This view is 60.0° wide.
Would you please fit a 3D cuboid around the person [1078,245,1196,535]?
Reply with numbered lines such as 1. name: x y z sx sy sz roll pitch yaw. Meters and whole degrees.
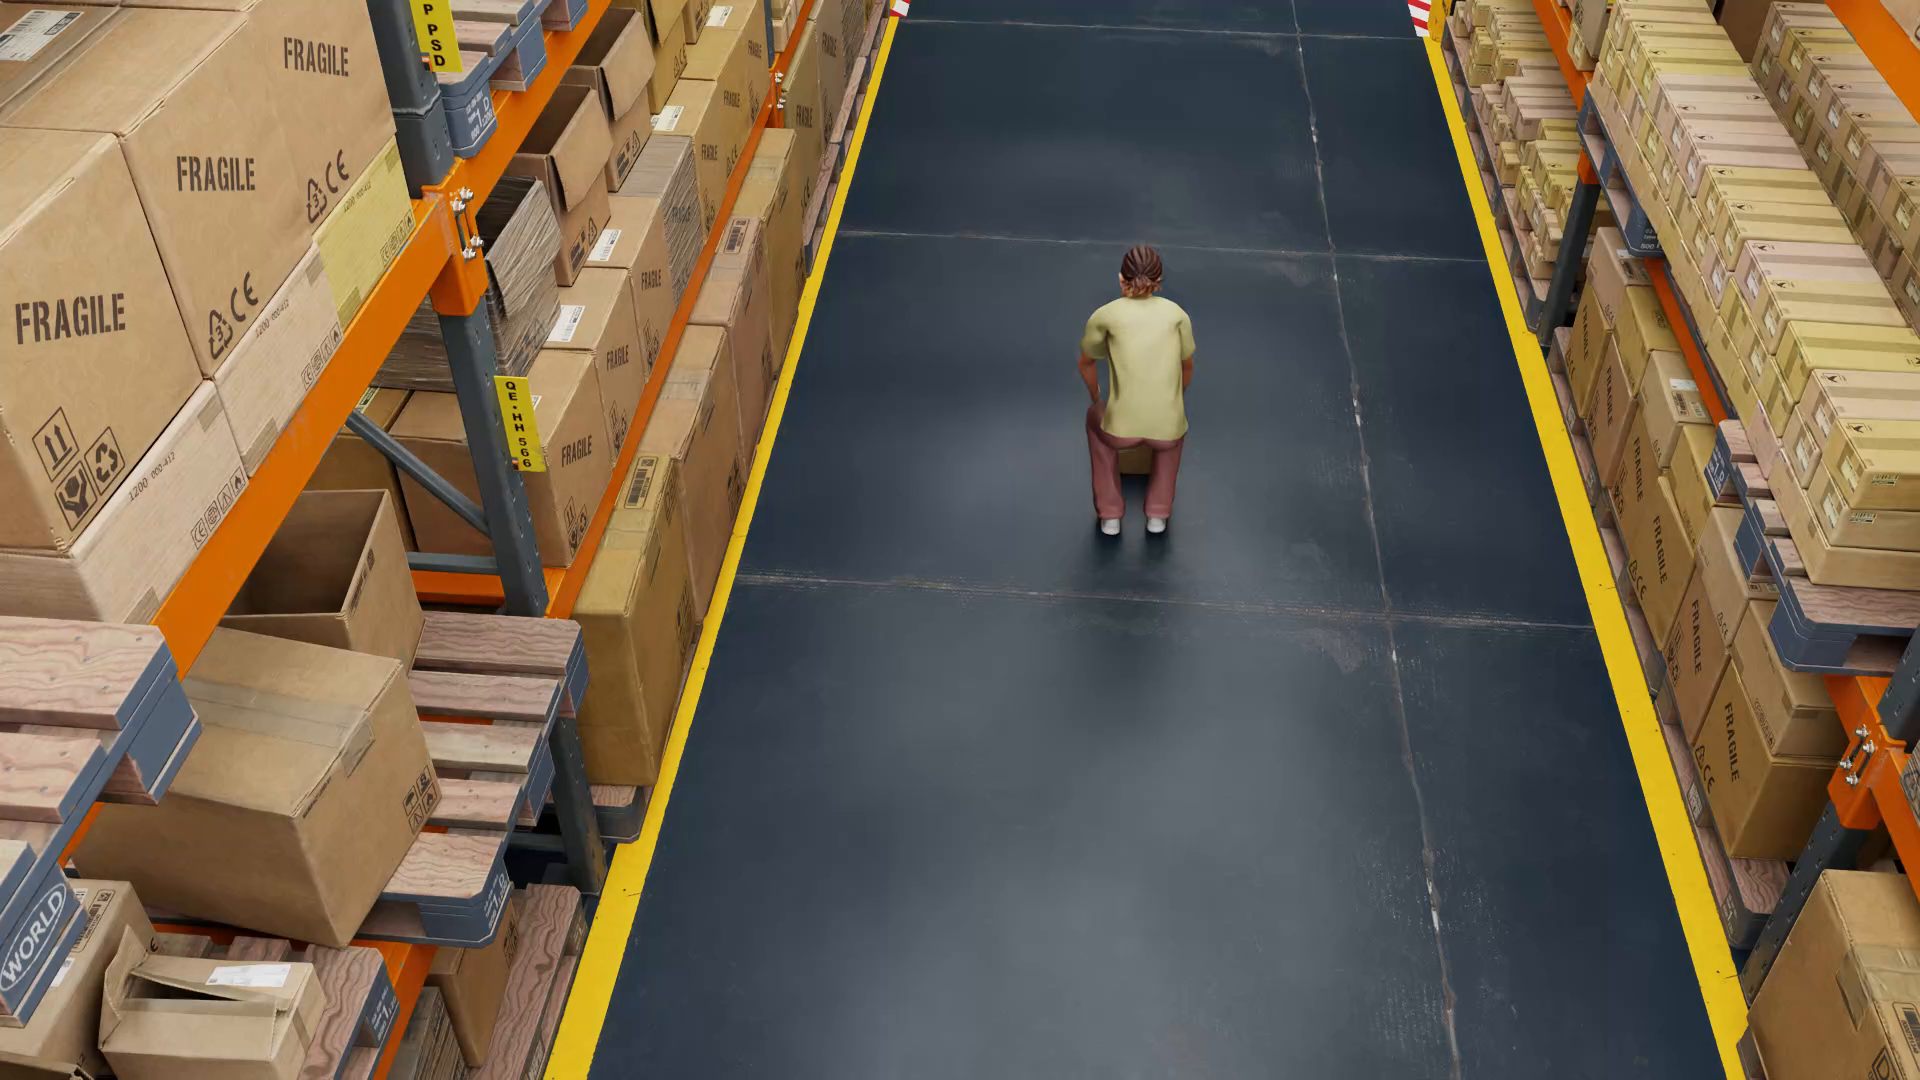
1. person: 0.757 -0.610 7.238 0.508 1.216 0.719 3 40 4
